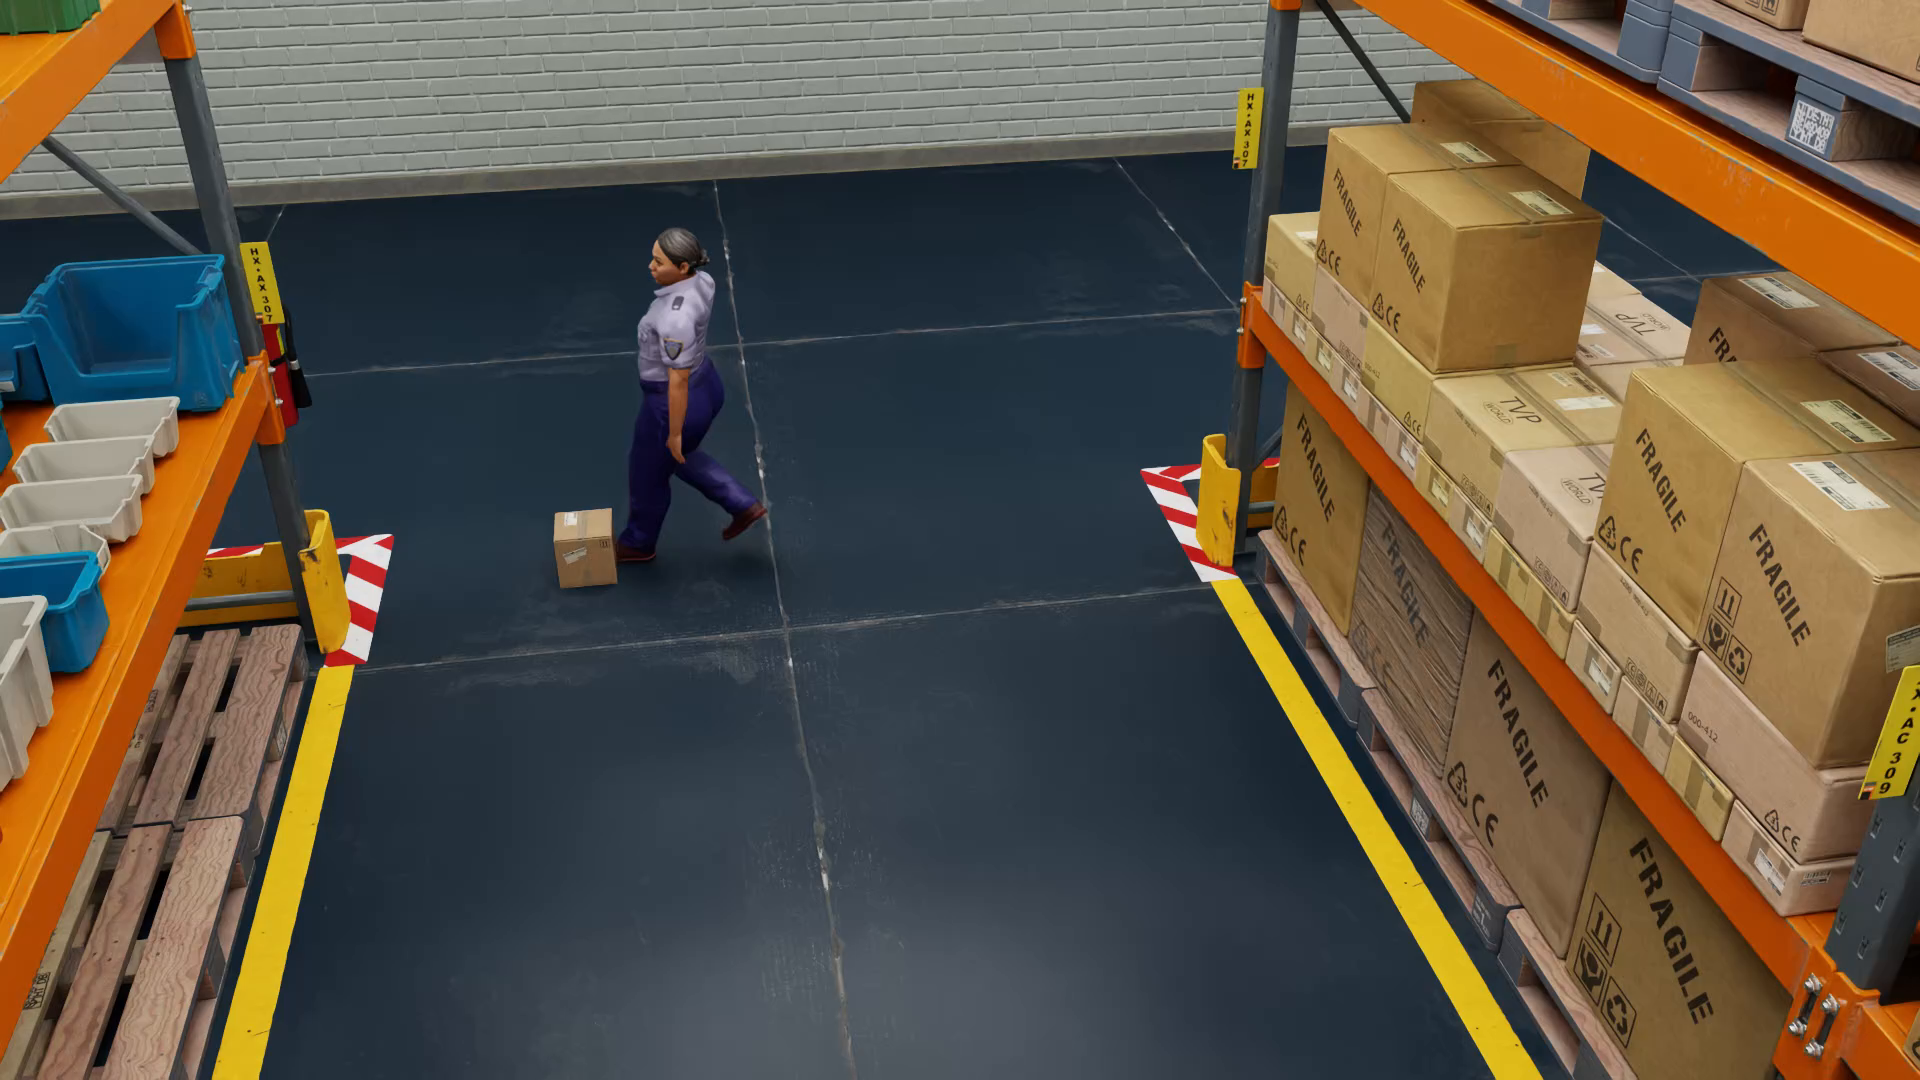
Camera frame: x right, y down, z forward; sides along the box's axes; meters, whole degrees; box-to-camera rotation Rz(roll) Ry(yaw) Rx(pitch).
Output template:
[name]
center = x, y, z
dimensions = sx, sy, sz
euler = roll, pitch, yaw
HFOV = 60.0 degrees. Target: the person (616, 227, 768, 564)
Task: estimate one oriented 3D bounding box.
[person]
center = -1.275, -0.610, 7.186
dimensions = 0.819, 1.606, 0.551
euler = 5, 31, 9
